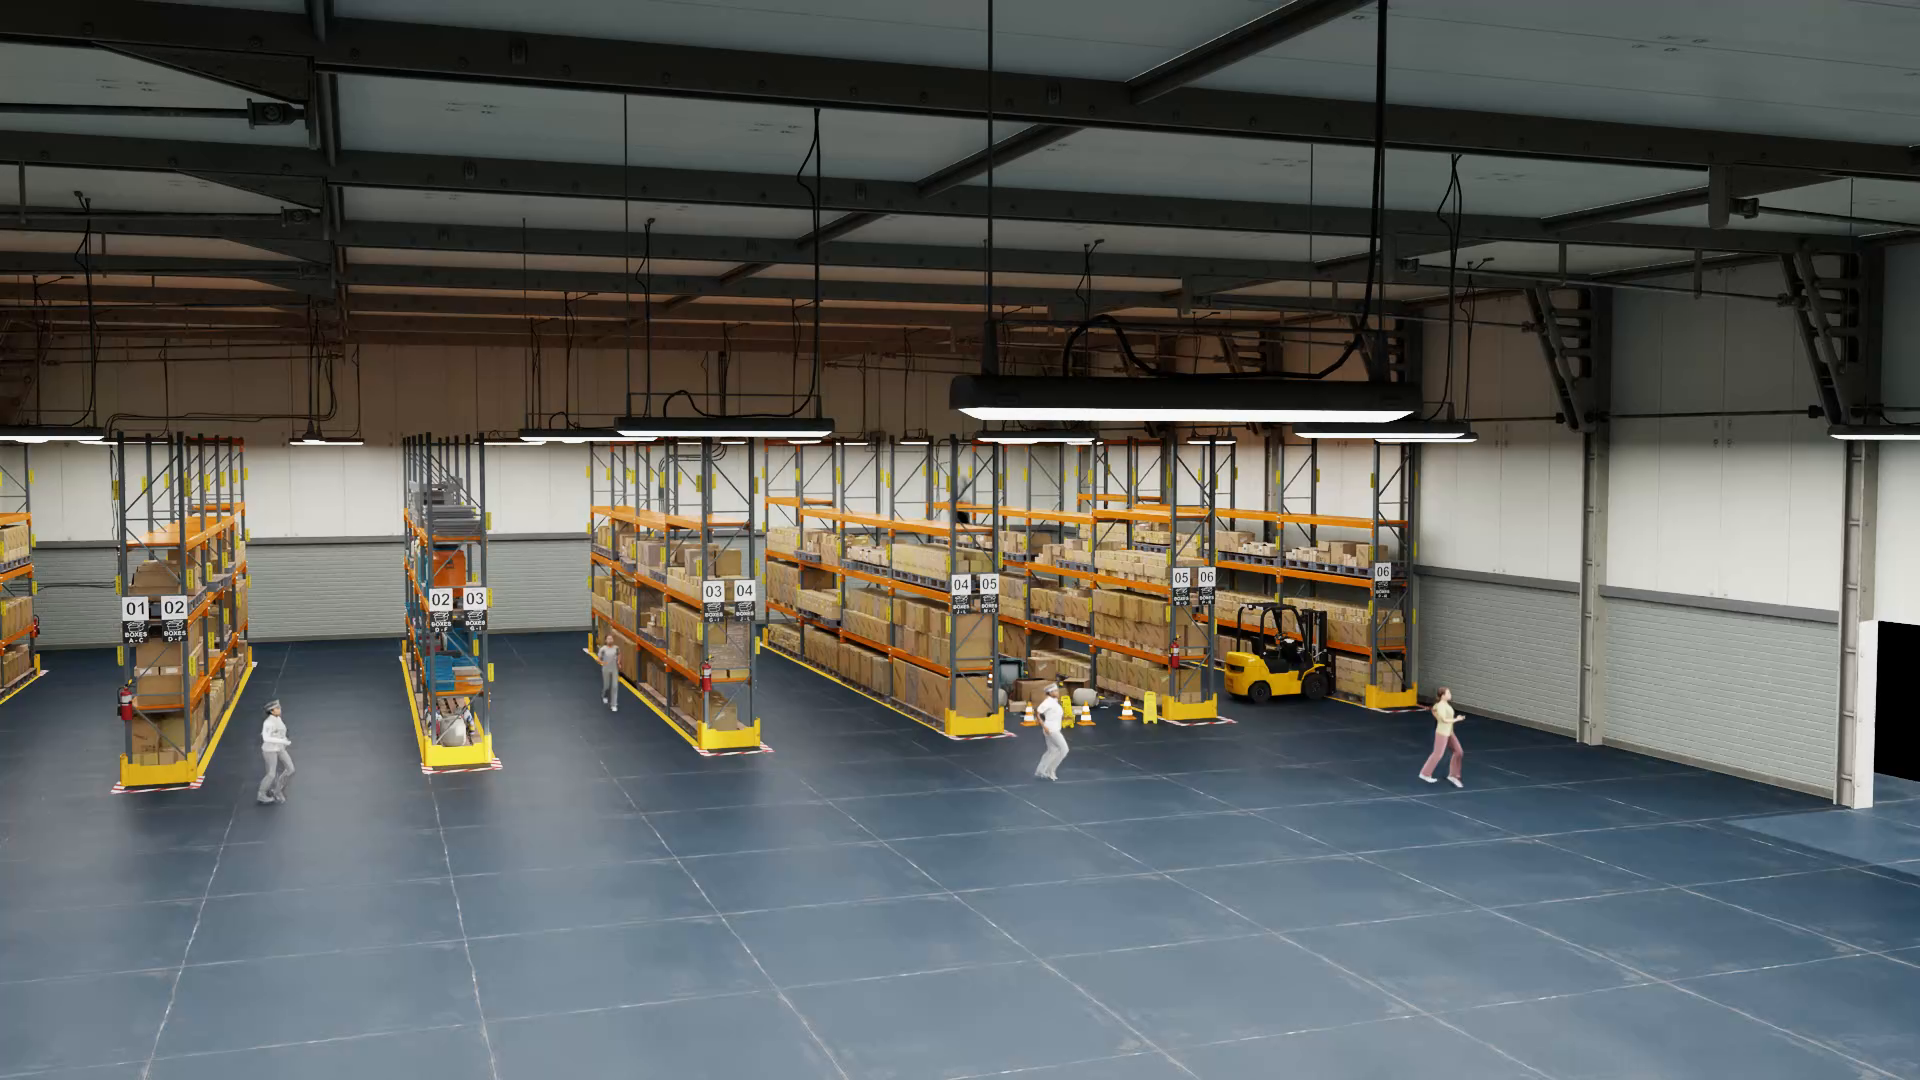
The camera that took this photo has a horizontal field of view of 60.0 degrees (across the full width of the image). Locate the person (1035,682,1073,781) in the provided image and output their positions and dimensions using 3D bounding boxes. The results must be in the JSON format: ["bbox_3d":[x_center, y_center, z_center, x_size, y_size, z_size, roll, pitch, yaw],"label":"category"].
[{"bbox_3d":[1.613,3.296,28.584,0.676,1.690,0.546,1,3,14],"label":"person"}]

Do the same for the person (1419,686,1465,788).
[{"bbox_3d":[8.156,3.325,28.113,0.748,1.726,0.547,2,4,29],"label":"person"}]

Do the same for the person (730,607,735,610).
[{"bbox_3d":[-6.564,2.266,46.932,0.726,1.714,0.570,0,3,-6],"label":"person"}]

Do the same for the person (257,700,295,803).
[{"bbox_3d":[-10.989,3.408,26.707,0.667,1.704,0.613,1,3,9],"label":"person"}]

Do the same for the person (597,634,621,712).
[{"bbox_3d":[-7.644,2.872,36.276,0.548,1.664,0.934,-1,3,-25],"label":"person"}]
